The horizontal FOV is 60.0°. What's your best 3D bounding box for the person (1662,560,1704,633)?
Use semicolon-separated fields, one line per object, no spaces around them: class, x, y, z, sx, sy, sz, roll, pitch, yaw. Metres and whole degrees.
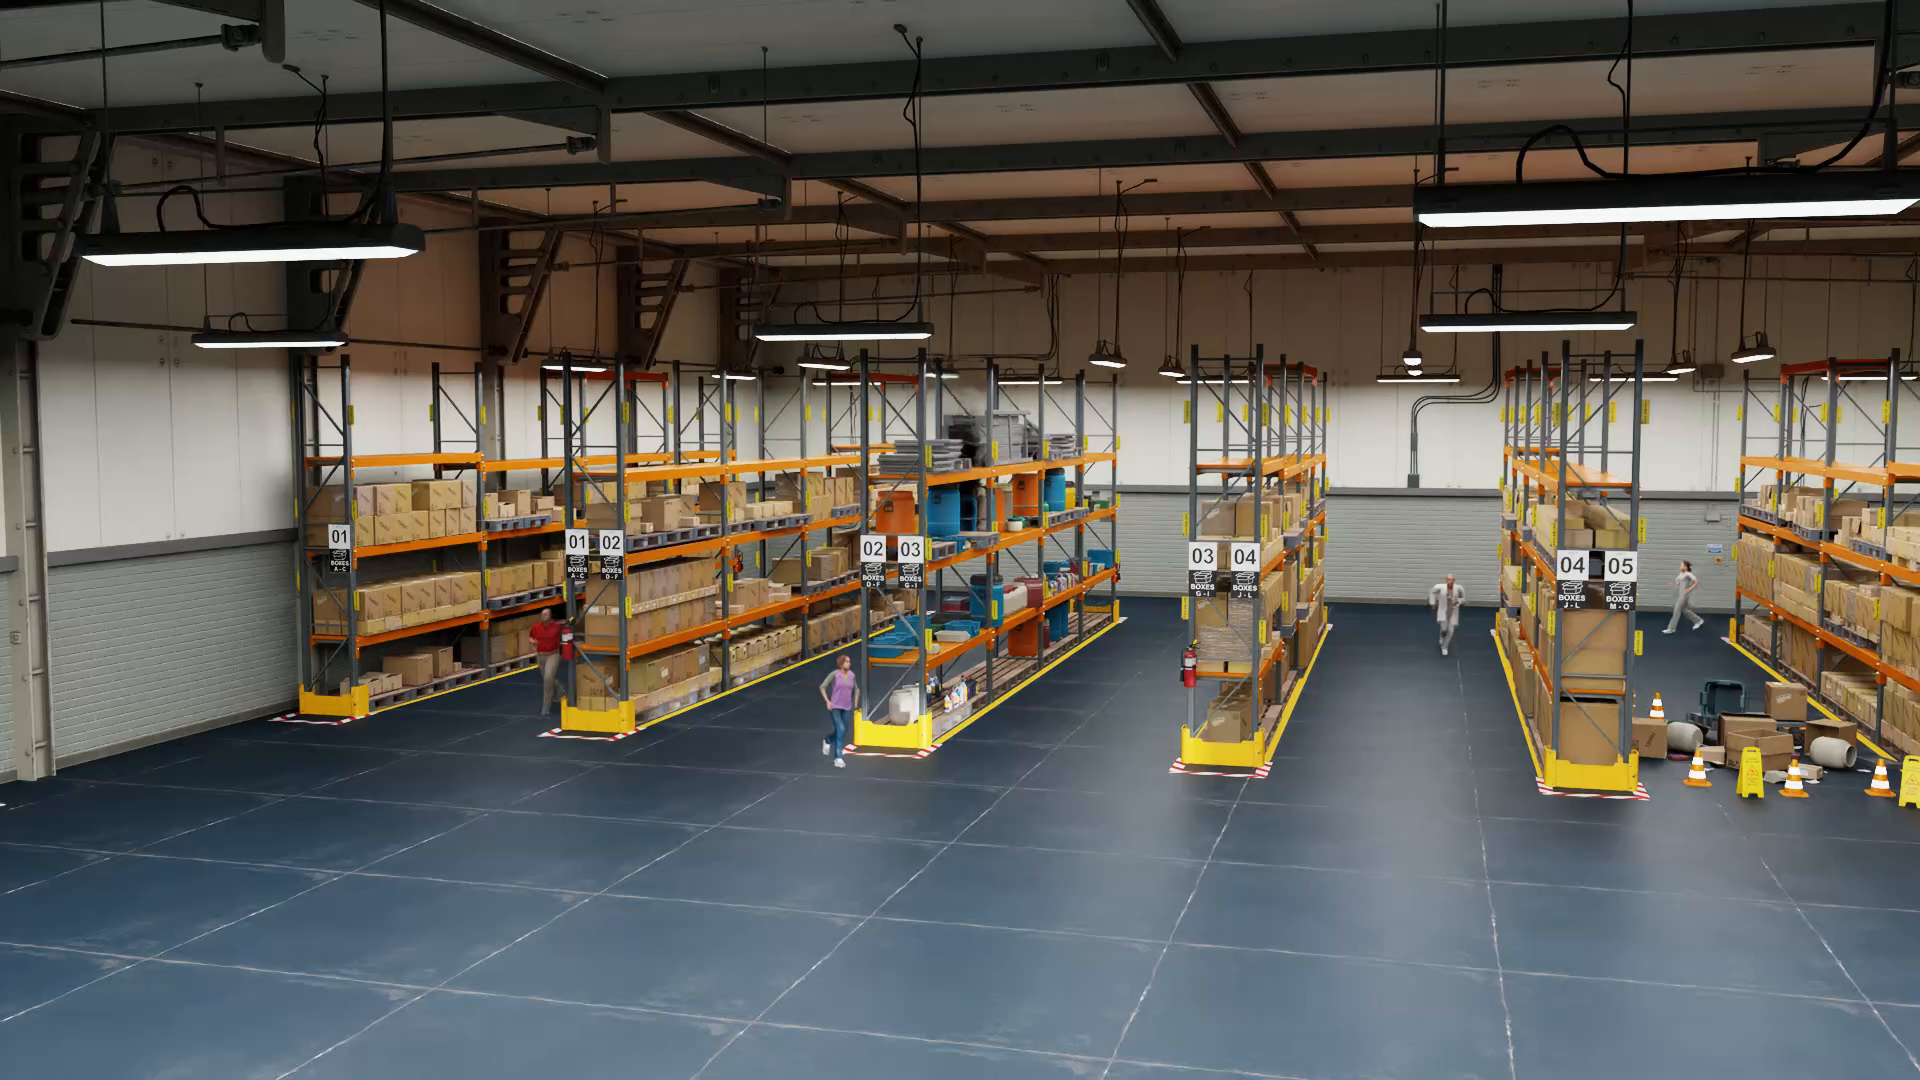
person;16.557;1.301;38.024;0.955;1.667;0.567;0;4;4

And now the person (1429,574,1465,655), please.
person;10.196;1.556;34.759;0.695;1.708;0.761;0;4;6

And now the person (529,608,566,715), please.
person;-6.998;2.043;28.281;0.626;1.789;1.009;1;4;17

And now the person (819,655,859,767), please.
person;-1.733;2.446;23.985;0.584;1.557;0.670;-3;5;-32
